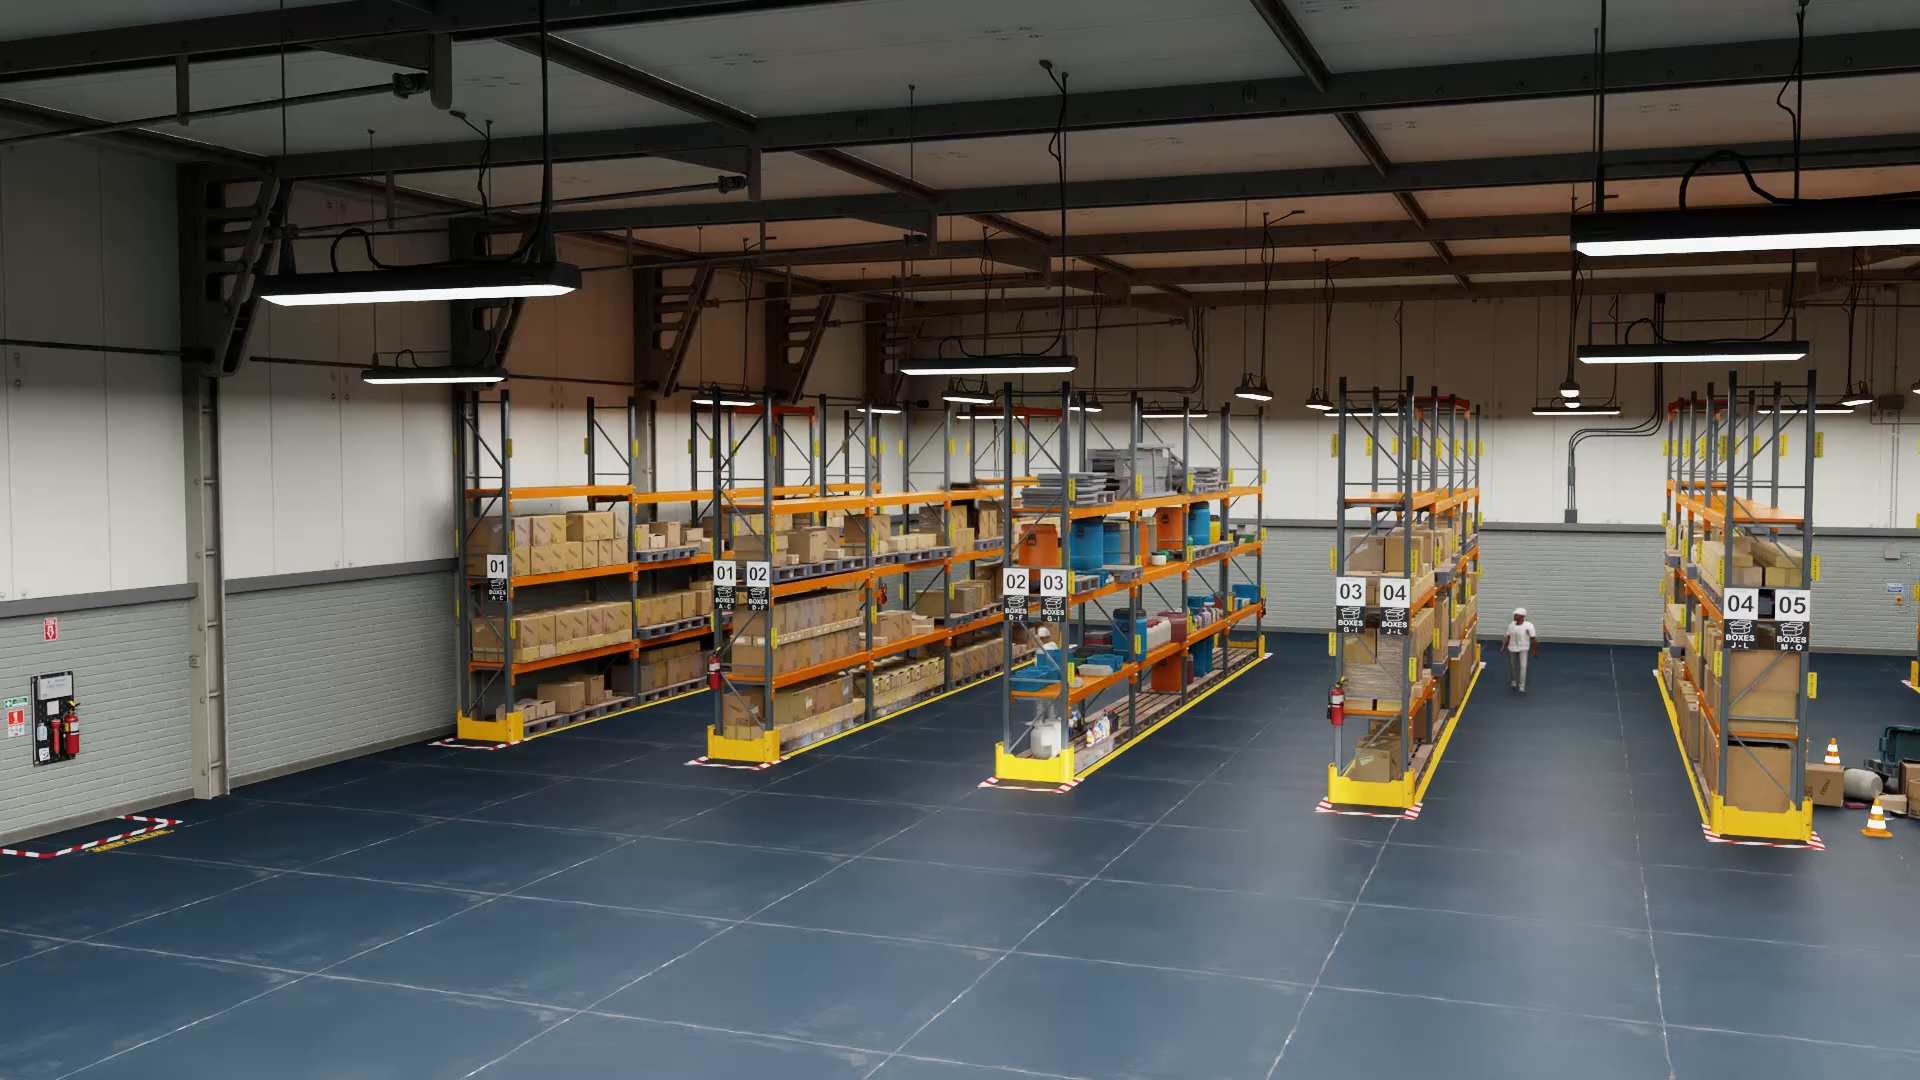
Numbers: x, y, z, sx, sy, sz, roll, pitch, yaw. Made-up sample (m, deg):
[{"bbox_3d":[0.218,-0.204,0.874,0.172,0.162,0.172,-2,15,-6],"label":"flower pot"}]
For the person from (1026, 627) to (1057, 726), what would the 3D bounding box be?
[{"bbox_3d":[1.474,2.472,30.007,0.494,1.814,0.639,1,3,20],"label":"person"}]

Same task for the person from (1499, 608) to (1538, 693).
[{"bbox_3d":[11.499,2.257,34.220,0.750,1.724,1.042,1,3,21],"label":"person"}]
